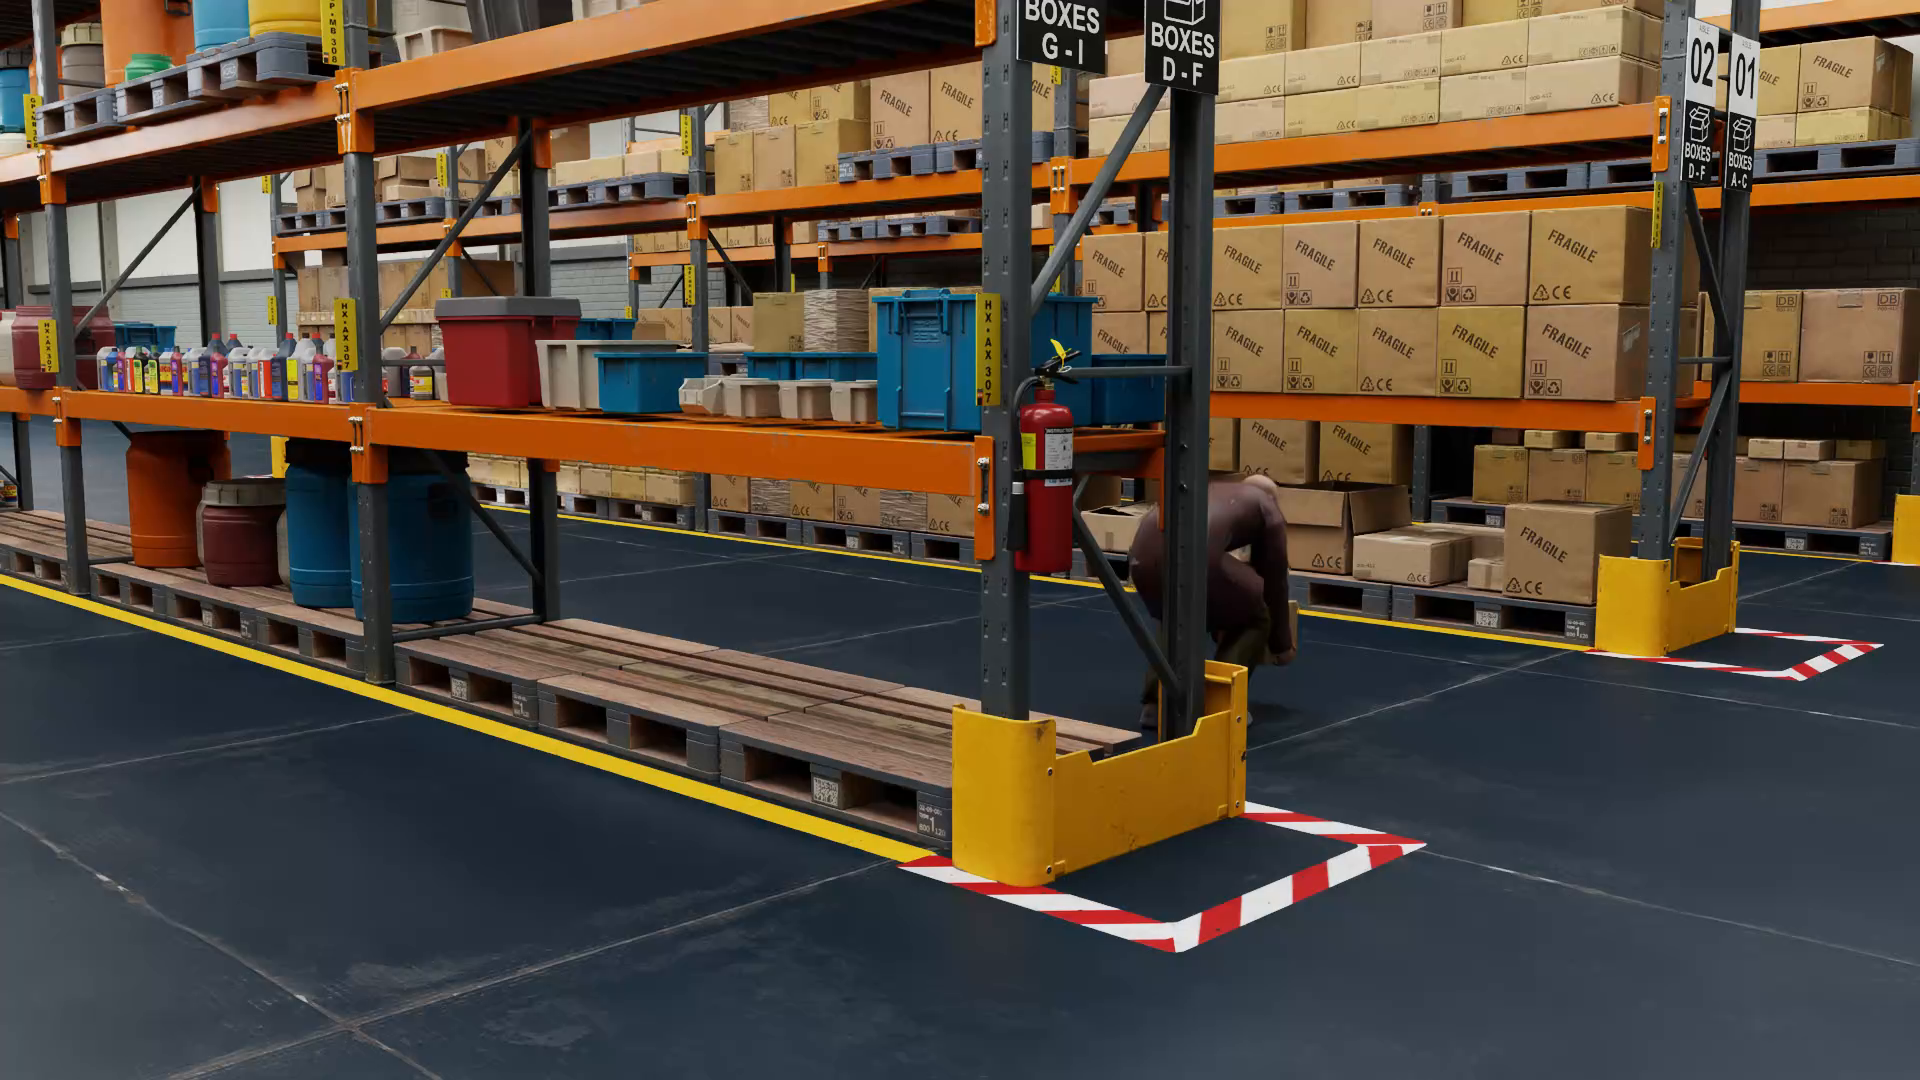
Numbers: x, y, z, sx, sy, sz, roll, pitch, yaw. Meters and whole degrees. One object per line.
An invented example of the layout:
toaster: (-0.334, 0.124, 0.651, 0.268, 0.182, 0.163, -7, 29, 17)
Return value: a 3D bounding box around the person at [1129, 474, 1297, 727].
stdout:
person: (1.086, 0.259, 7.048, 0.594, 1.029, 0.939, 6, 9, 41)
